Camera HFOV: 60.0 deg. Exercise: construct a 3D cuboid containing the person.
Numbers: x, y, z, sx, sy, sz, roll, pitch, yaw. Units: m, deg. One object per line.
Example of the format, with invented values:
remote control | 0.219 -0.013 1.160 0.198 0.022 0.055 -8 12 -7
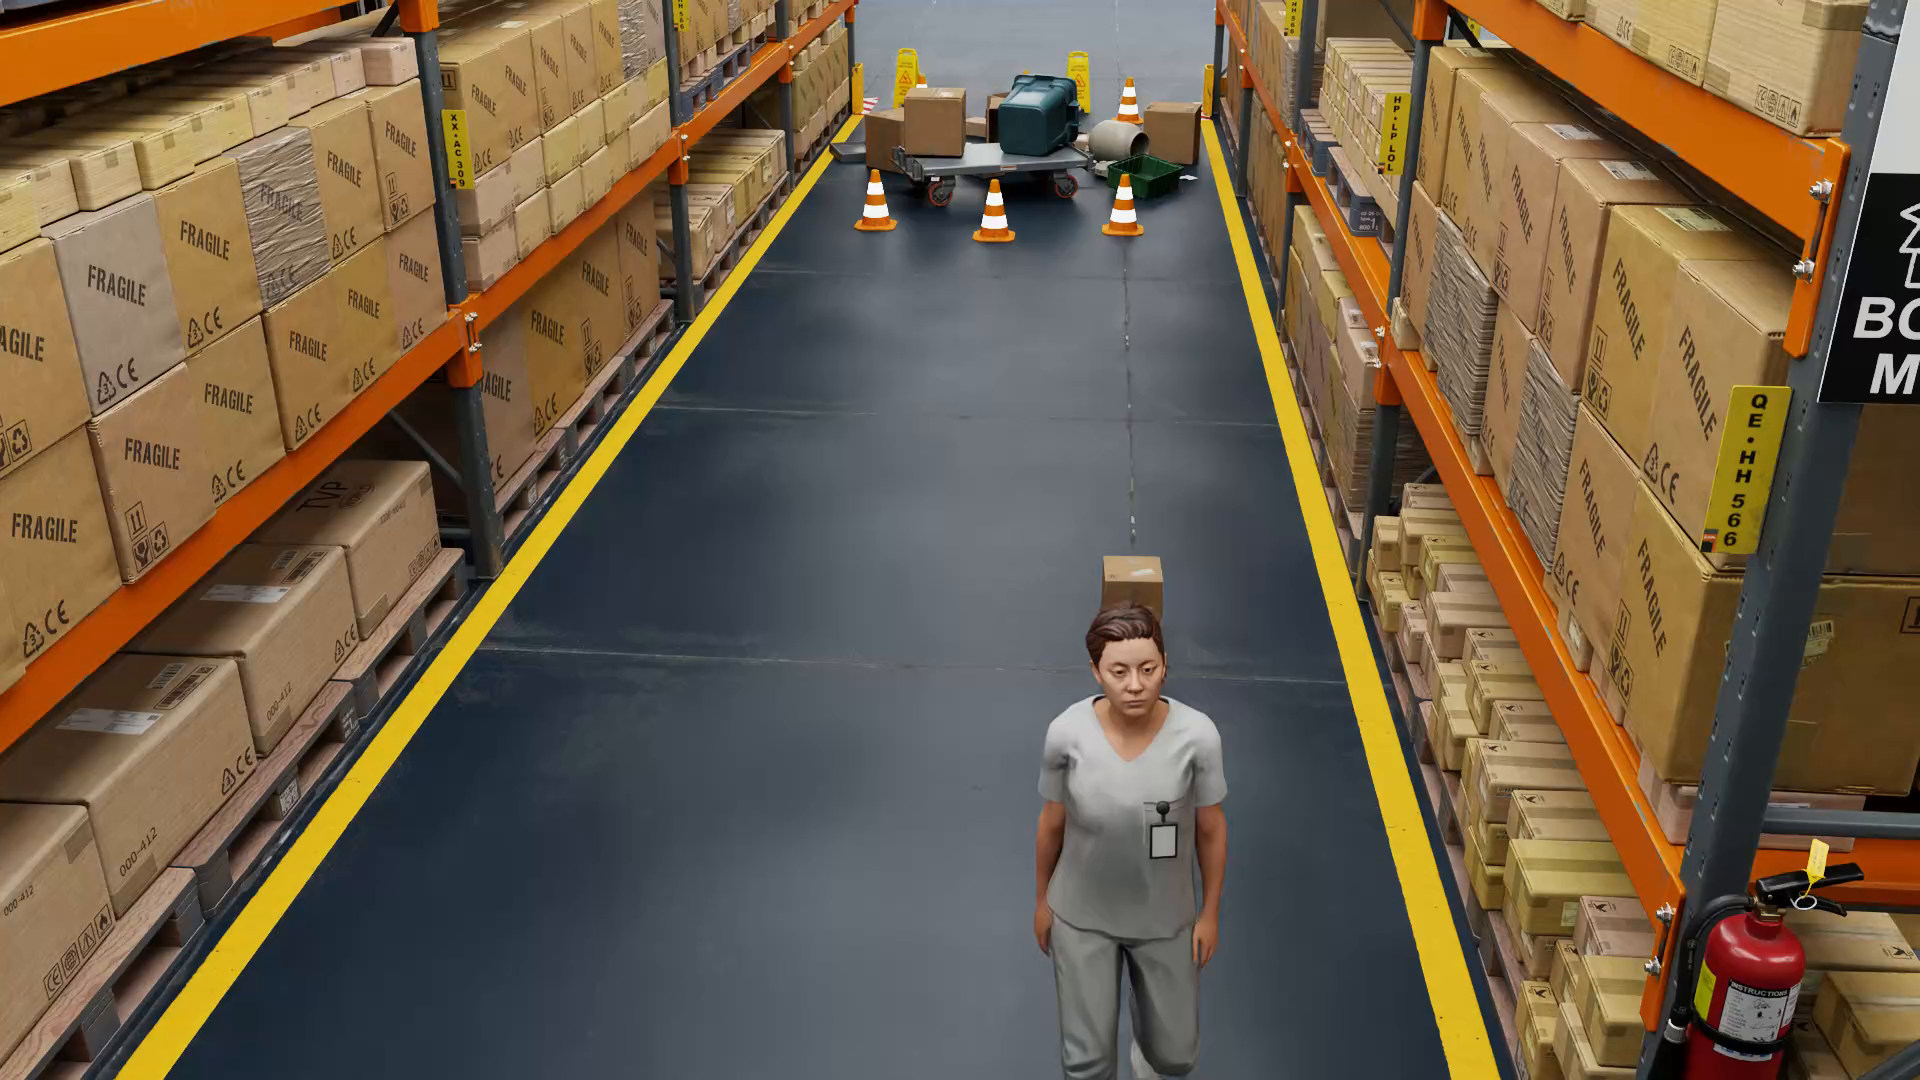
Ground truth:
person | 0.416 0.886 4.133 0.461 1.655 0.678 3 25 7
